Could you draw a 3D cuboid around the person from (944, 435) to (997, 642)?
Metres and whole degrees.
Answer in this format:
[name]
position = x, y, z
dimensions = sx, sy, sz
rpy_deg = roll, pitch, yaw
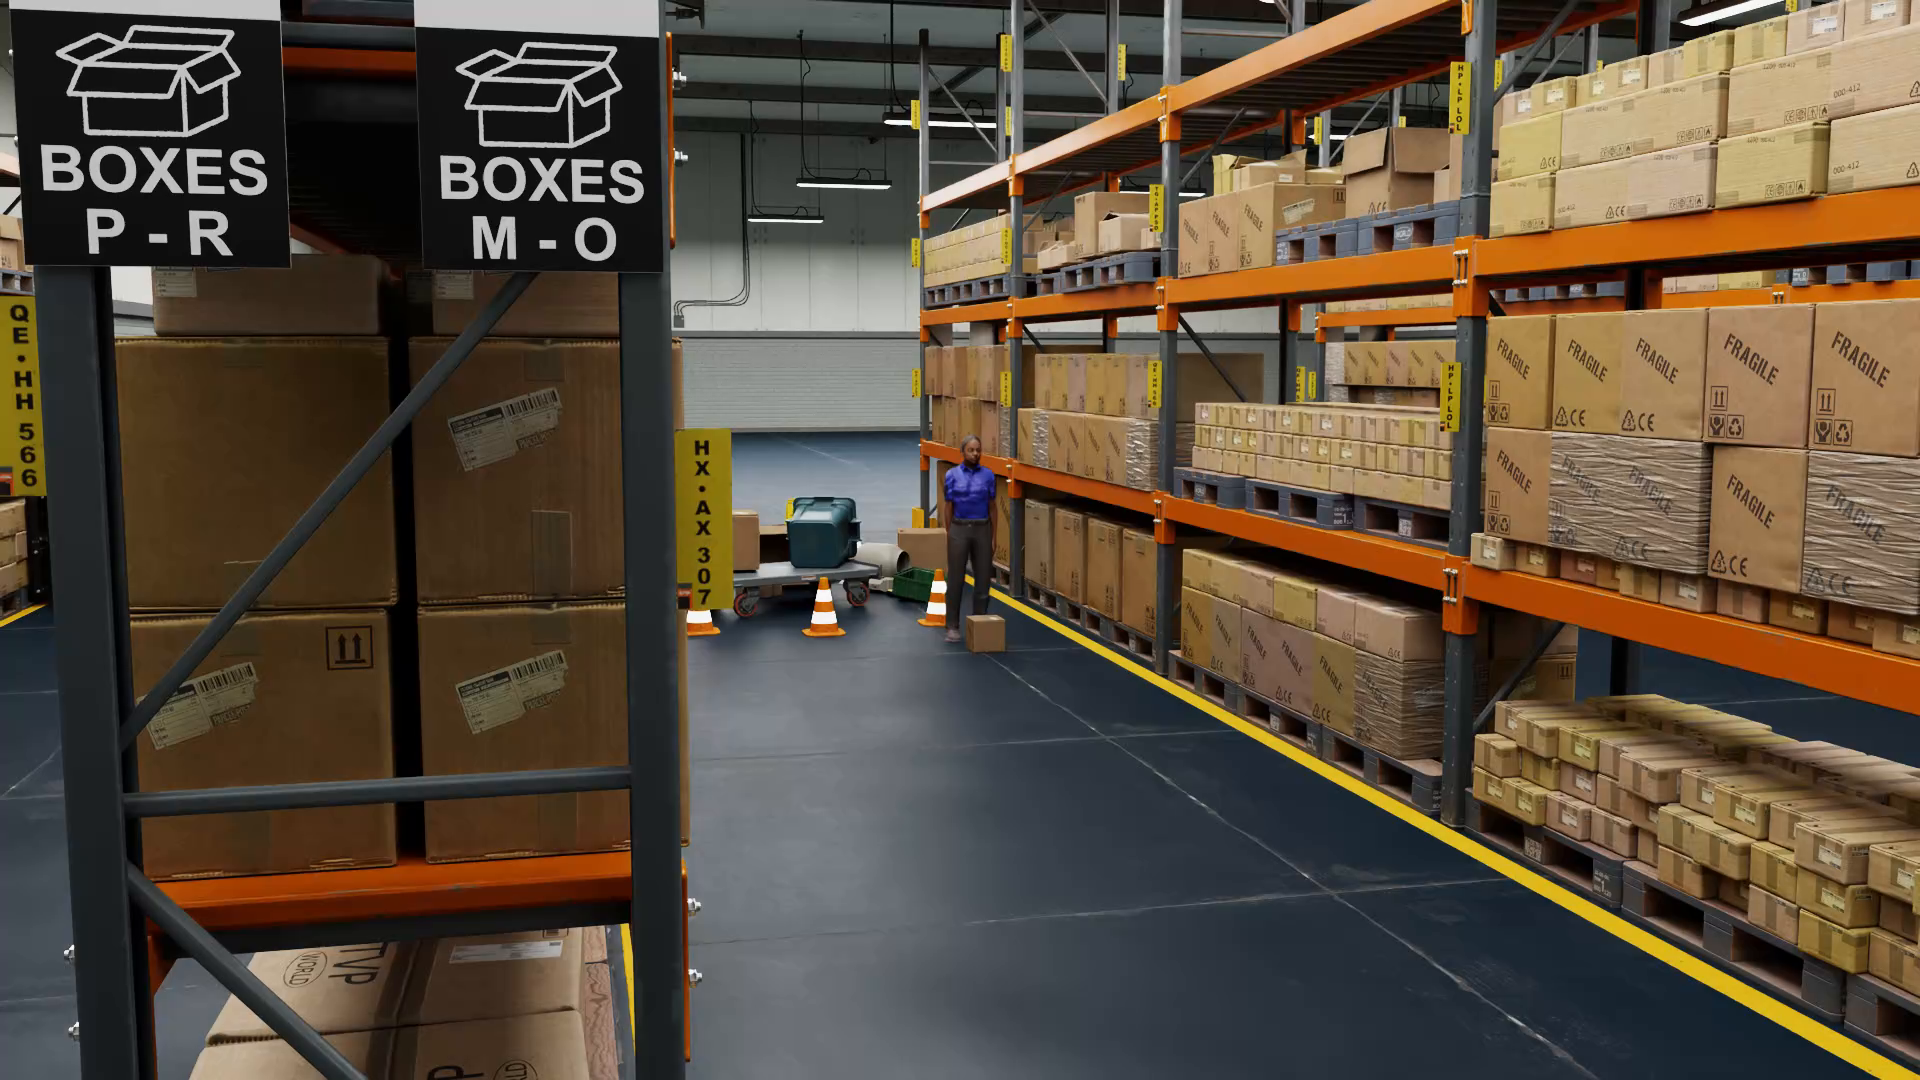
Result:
[person]
position = 0.092, -0.017, 13.391
dimensions = 0.436, 1.660, 0.301
rpy_deg = -1, 6, -13
